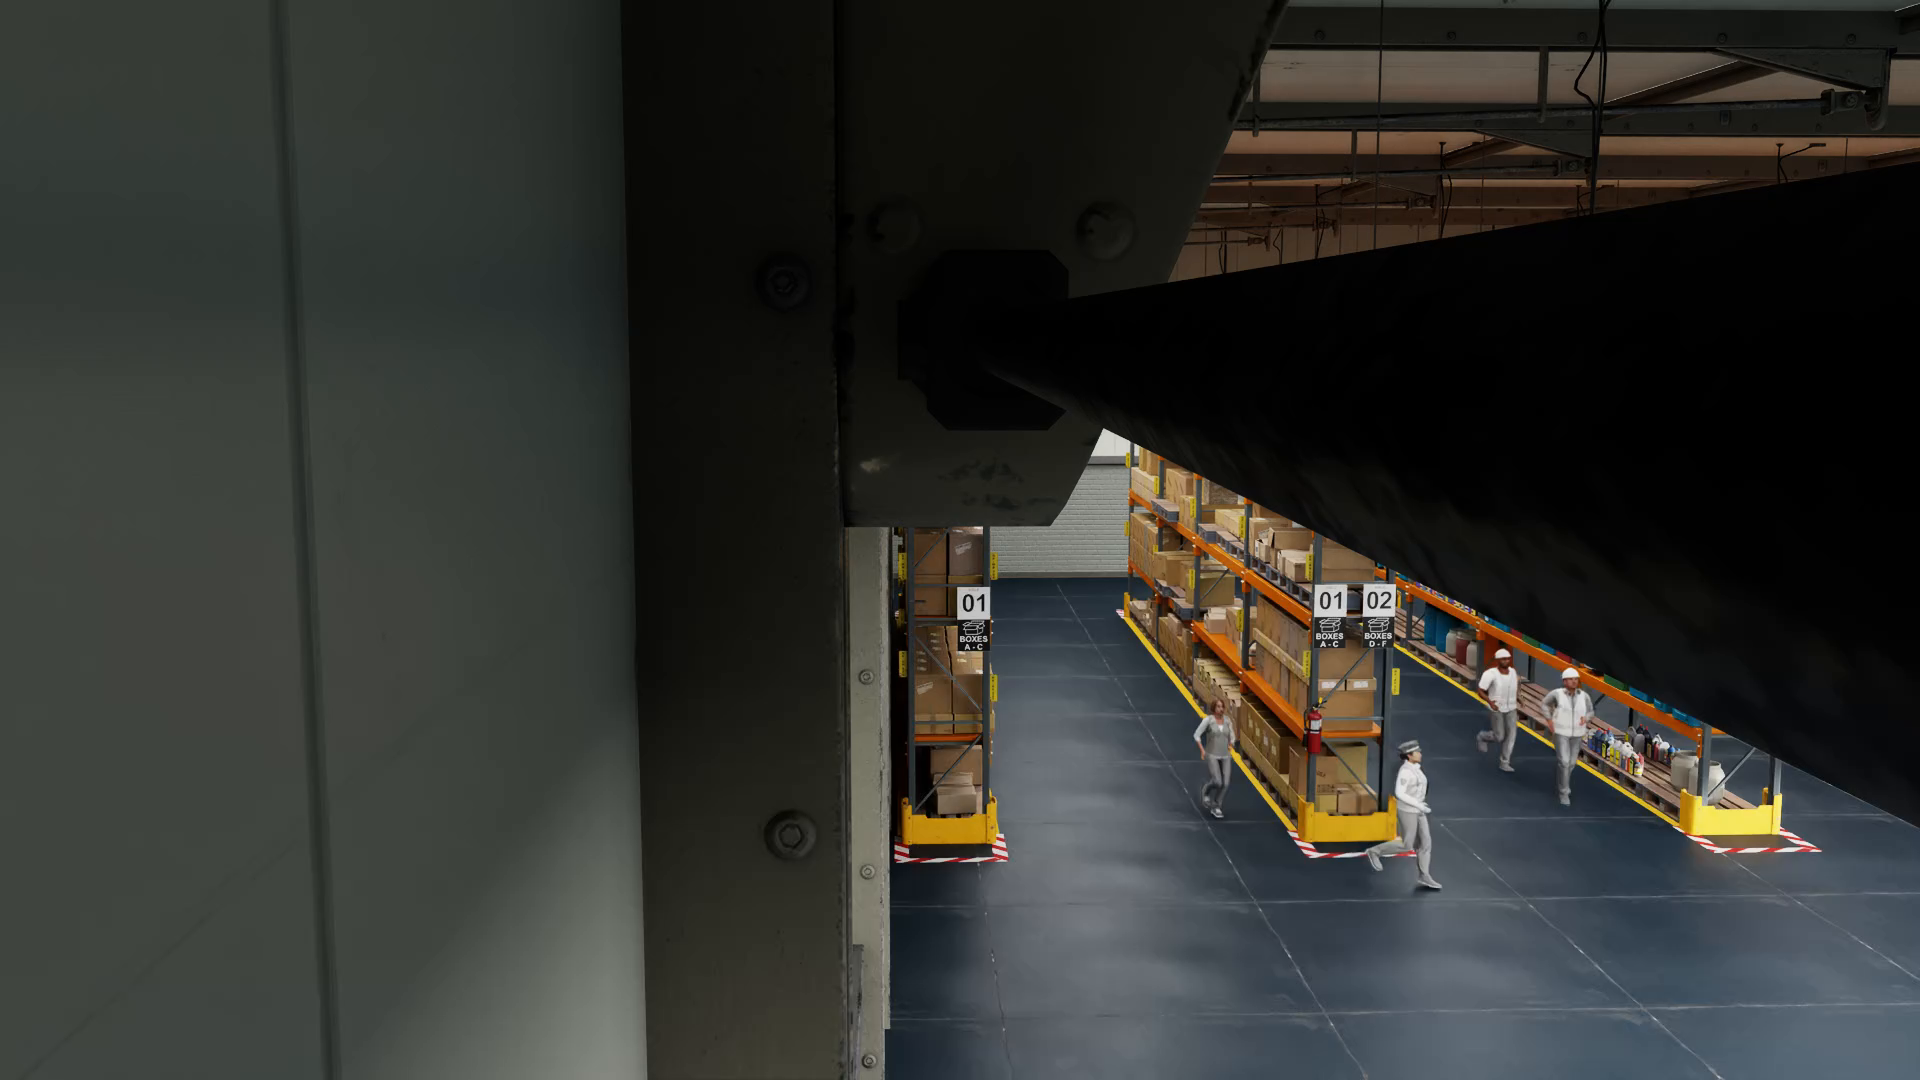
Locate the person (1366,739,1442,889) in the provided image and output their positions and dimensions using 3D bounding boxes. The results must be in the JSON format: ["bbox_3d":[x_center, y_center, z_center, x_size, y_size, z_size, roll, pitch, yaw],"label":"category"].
[{"bbox_3d":[5.109,3.092,18.963,0.873,1.684,0.646,4,8,30],"label":"person"}]

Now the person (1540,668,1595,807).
[{"bbox_3d":[8.150,2.612,22.291,0.663,1.820,0.725,0,7,1],"label":"person"}]

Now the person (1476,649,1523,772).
[{"bbox_3d":[7.777,2.424,23.888,0.700,1.739,0.801,-2,8,-15],"label":"person"}]

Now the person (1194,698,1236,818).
[{"bbox_3d":[3.332,2.828,21.477,0.526,1.530,0.508,-2,8,-13],"label":"person"}]
